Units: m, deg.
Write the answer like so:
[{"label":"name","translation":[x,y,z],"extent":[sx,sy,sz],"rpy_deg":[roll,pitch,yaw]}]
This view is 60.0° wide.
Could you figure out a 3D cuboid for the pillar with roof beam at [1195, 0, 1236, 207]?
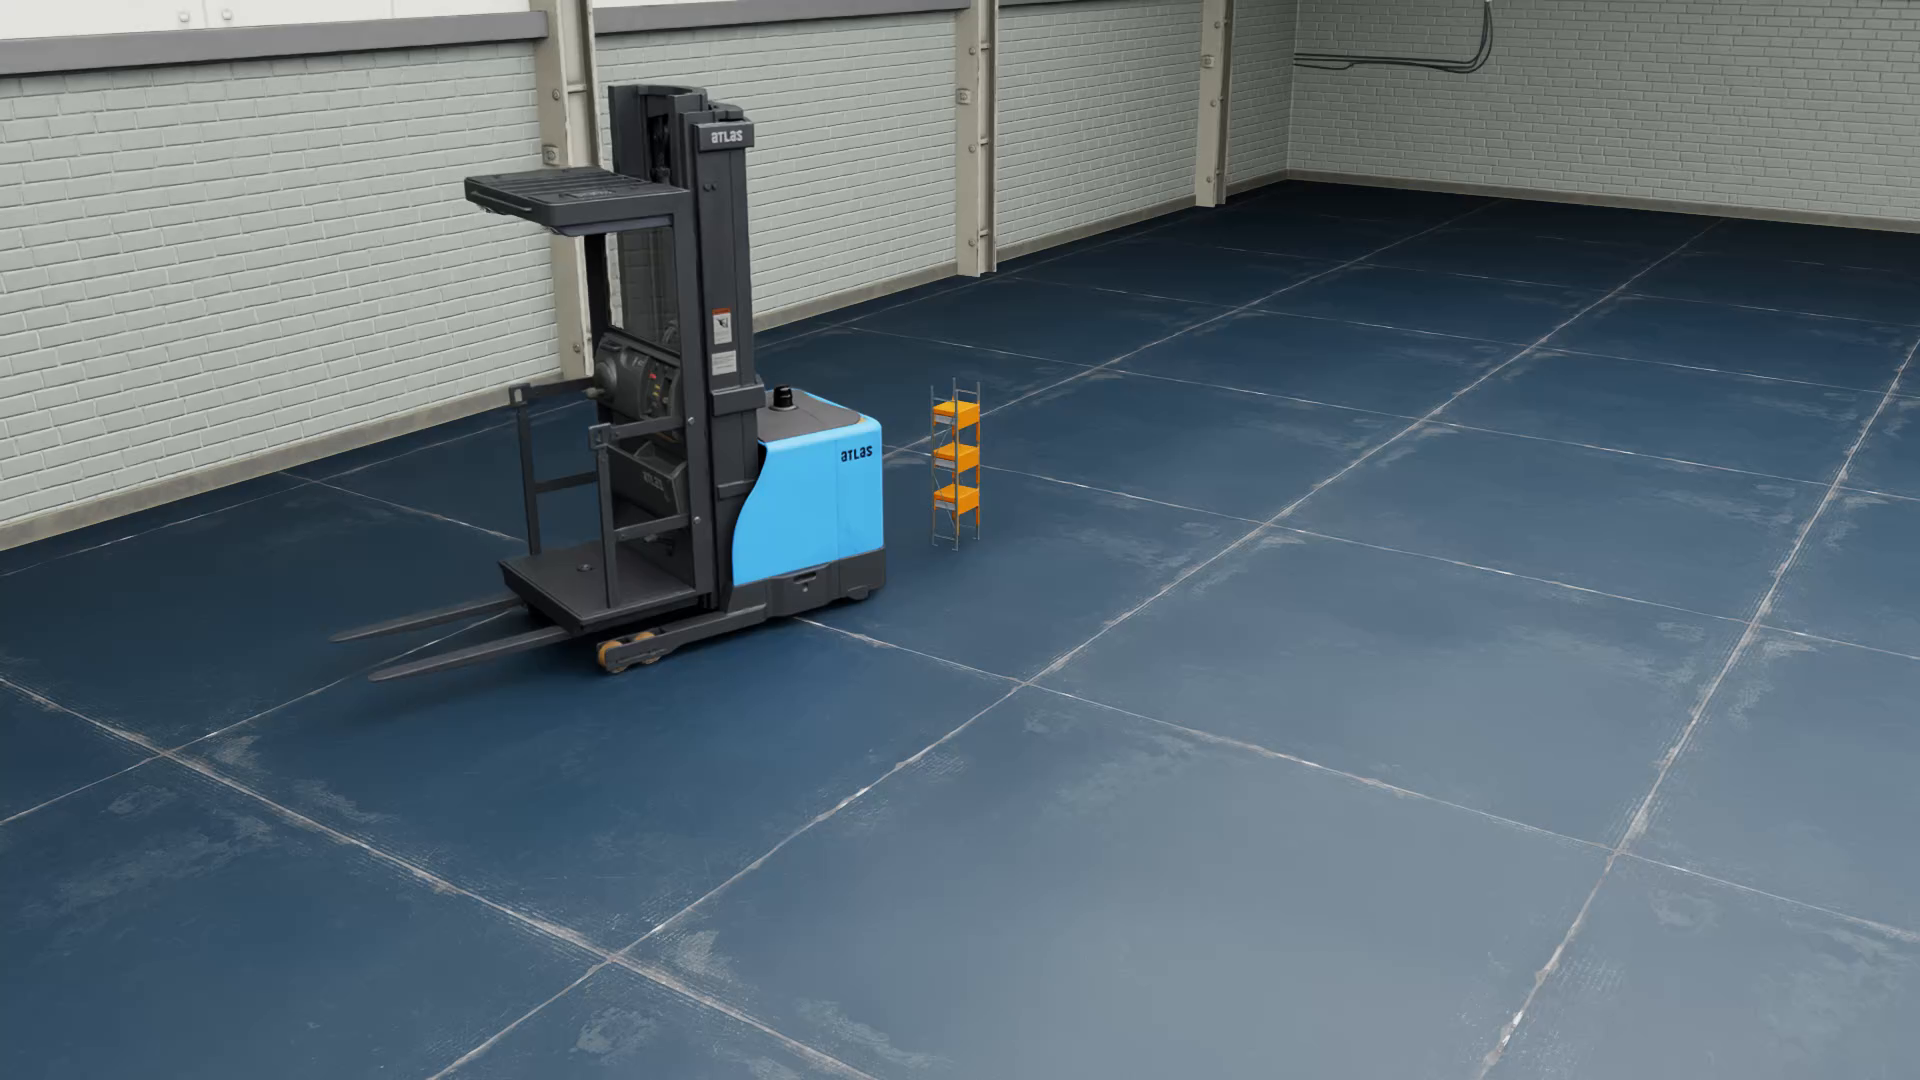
[{"label":"pillar with roof beam","translation":[7.115,-8.164,19.864],"extent":[9.100,9.000,0.400],"rpy_deg":[13,24,32]}]

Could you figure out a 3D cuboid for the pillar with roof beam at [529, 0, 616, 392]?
[{"label":"pillar with roof beam","translation":[0.370,-4.721,10.556],"extent":[9.100,9.000,0.400],"rpy_deg":[13,24,32]}]

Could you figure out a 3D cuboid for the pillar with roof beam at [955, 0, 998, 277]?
[{"label":"pillar with roof beam","translation":[3.742,-6.442,15.210],"extent":[9.100,9.000,0.400],"rpy_deg":[13,24,32]}]

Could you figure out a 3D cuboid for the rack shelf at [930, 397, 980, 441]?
[{"label":"rack shelf","translation":[-0.030,-0.733,10.447],"extent":[0.215,0.259,0.240],"rpy_deg":[13,24,32]}]

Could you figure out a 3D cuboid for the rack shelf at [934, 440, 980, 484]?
[{"label":"rack shelf","translation":[-0.030,-0.467,10.545],"extent":[0.215,0.259,0.240],"rpy_deg":[13,24,32]}]

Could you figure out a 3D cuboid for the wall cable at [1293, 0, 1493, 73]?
[{"label":"wall cable","translation":[6.305,-8.134,24.260],"extent":[3.097,2.526,0.112],"rpy_deg":[13,24,32]}]

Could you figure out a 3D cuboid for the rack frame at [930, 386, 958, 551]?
[{"label":"rack frame","translation":[-0.099,-0.442,10.447],"extent":[0.200,1.050,0.008],"rpy_deg":[13,24,32]}]

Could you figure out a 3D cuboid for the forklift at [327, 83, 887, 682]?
[{"label":"forklift","translation":[-1.916,-0.875,8.906],"extent":[3.031,2.935,1.130],"rpy_deg":[-15,25,-35]}]

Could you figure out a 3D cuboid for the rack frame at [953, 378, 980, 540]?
[{"label":"rack frame","translation":[0.038,-0.512,10.636],"extent":[0.200,1.050,0.008],"rpy_deg":[13,24,32]}]

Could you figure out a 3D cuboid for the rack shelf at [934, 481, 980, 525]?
[{"label":"rack shelf","translation":[-0.030,-0.206,10.641],"extent":[0.215,0.259,0.240],"rpy_deg":[13,24,32]}]

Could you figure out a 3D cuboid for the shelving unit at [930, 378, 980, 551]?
[{"label":"shelving unit","translation":[-0.030,-0.477,10.541],"extent":[0.215,1.050,0.252],"rpy_deg":[13,24,32]}]
